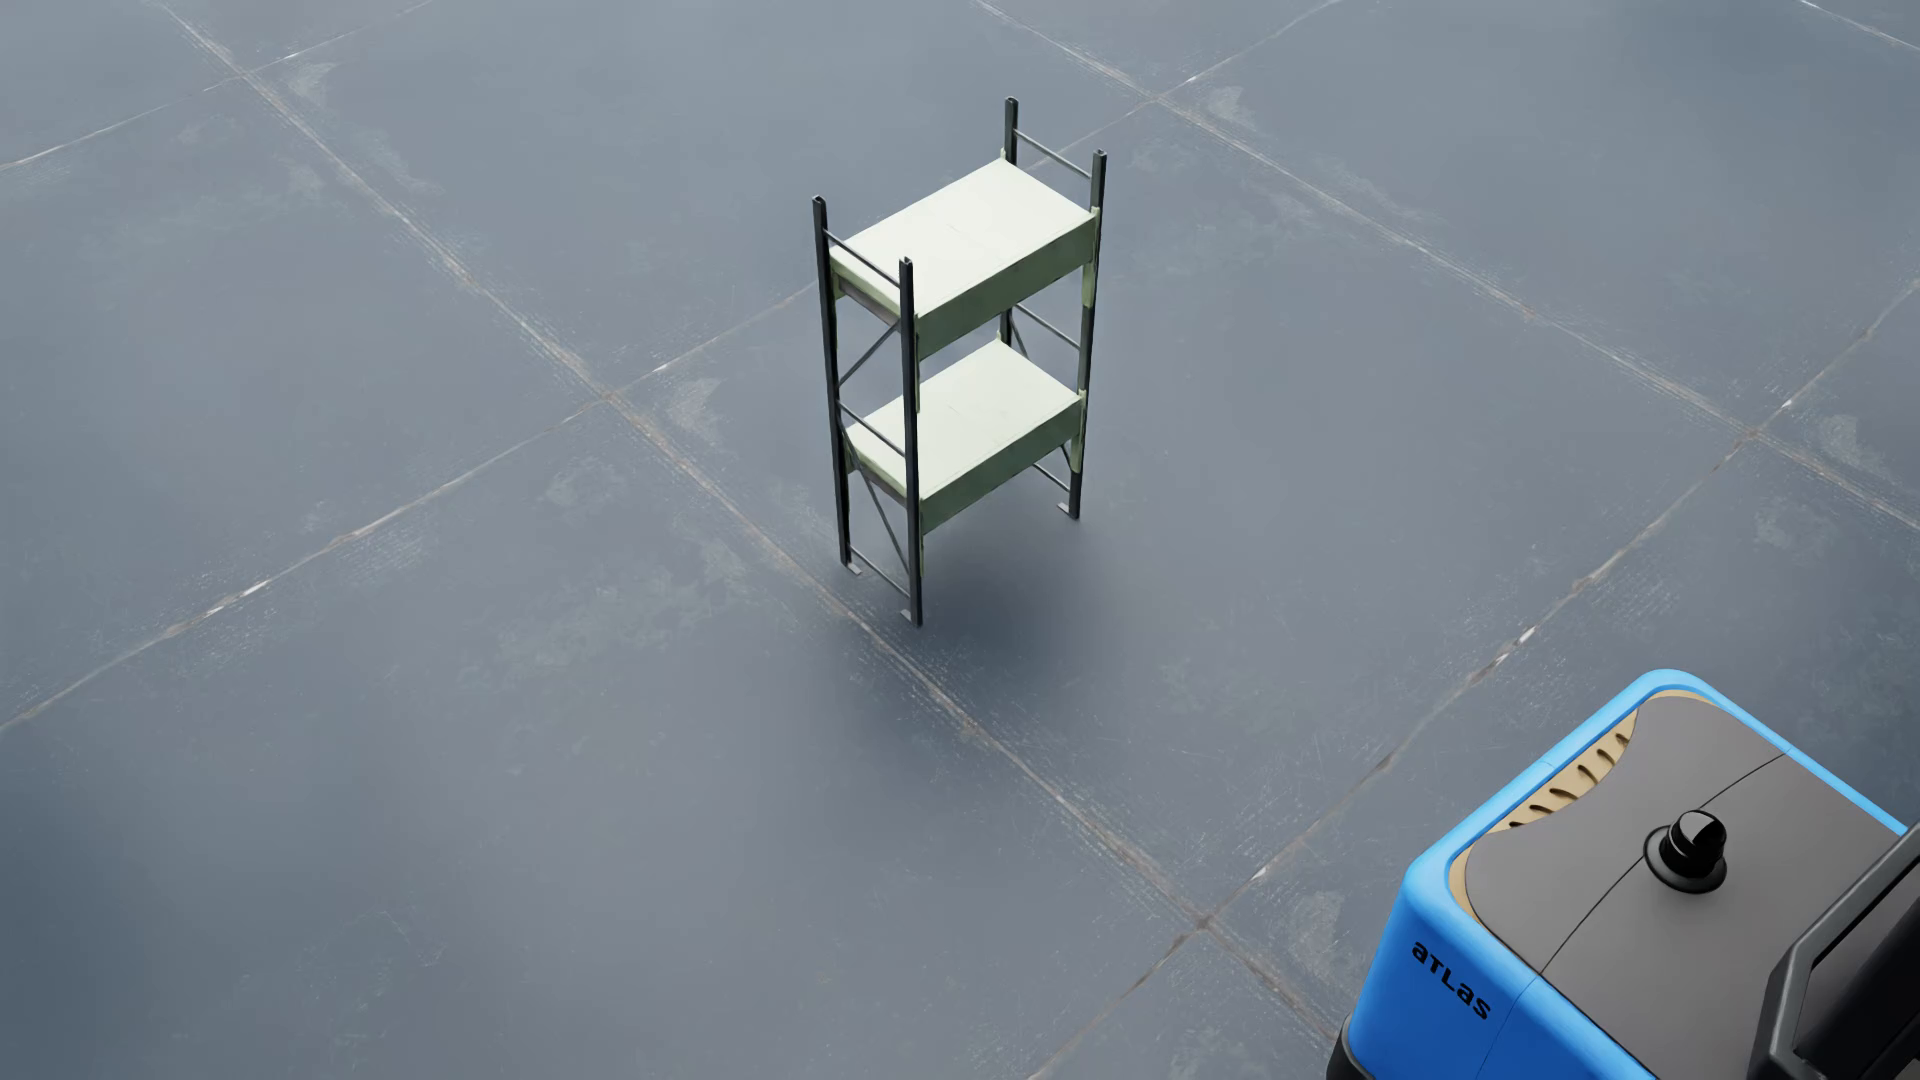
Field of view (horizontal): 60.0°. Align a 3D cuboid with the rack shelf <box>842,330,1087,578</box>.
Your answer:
[{"bbox_3d":[0.005,-0.291,5.441,0.720,0.370,0.431,-34,56,-27],"label":"rack shelf"}]

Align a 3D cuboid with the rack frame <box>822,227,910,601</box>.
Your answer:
[{"bbox_3d":[-0.267,-0.332,5.036,0.010,1.308,0.380,-34,56,-27],"label":"rack frame"}]

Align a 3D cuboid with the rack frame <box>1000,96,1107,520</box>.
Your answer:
[{"bbox_3d":[0.276,-0.693,5.369,0.023,1.500,0.400,-34,56,-27],"label":"rack frame"}]

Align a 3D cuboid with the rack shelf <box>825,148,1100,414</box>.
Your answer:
[{"bbox_3d":[0.005,-0.777,4.915,0.720,0.370,0.431,-34,56,-27],"label":"rack shelf"}]

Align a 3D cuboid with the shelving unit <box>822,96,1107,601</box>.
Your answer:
[{"bbox_3d":[0.007,-0.514,5.203,0.748,1.500,0.431,-34,56,-27],"label":"shelving unit"}]
